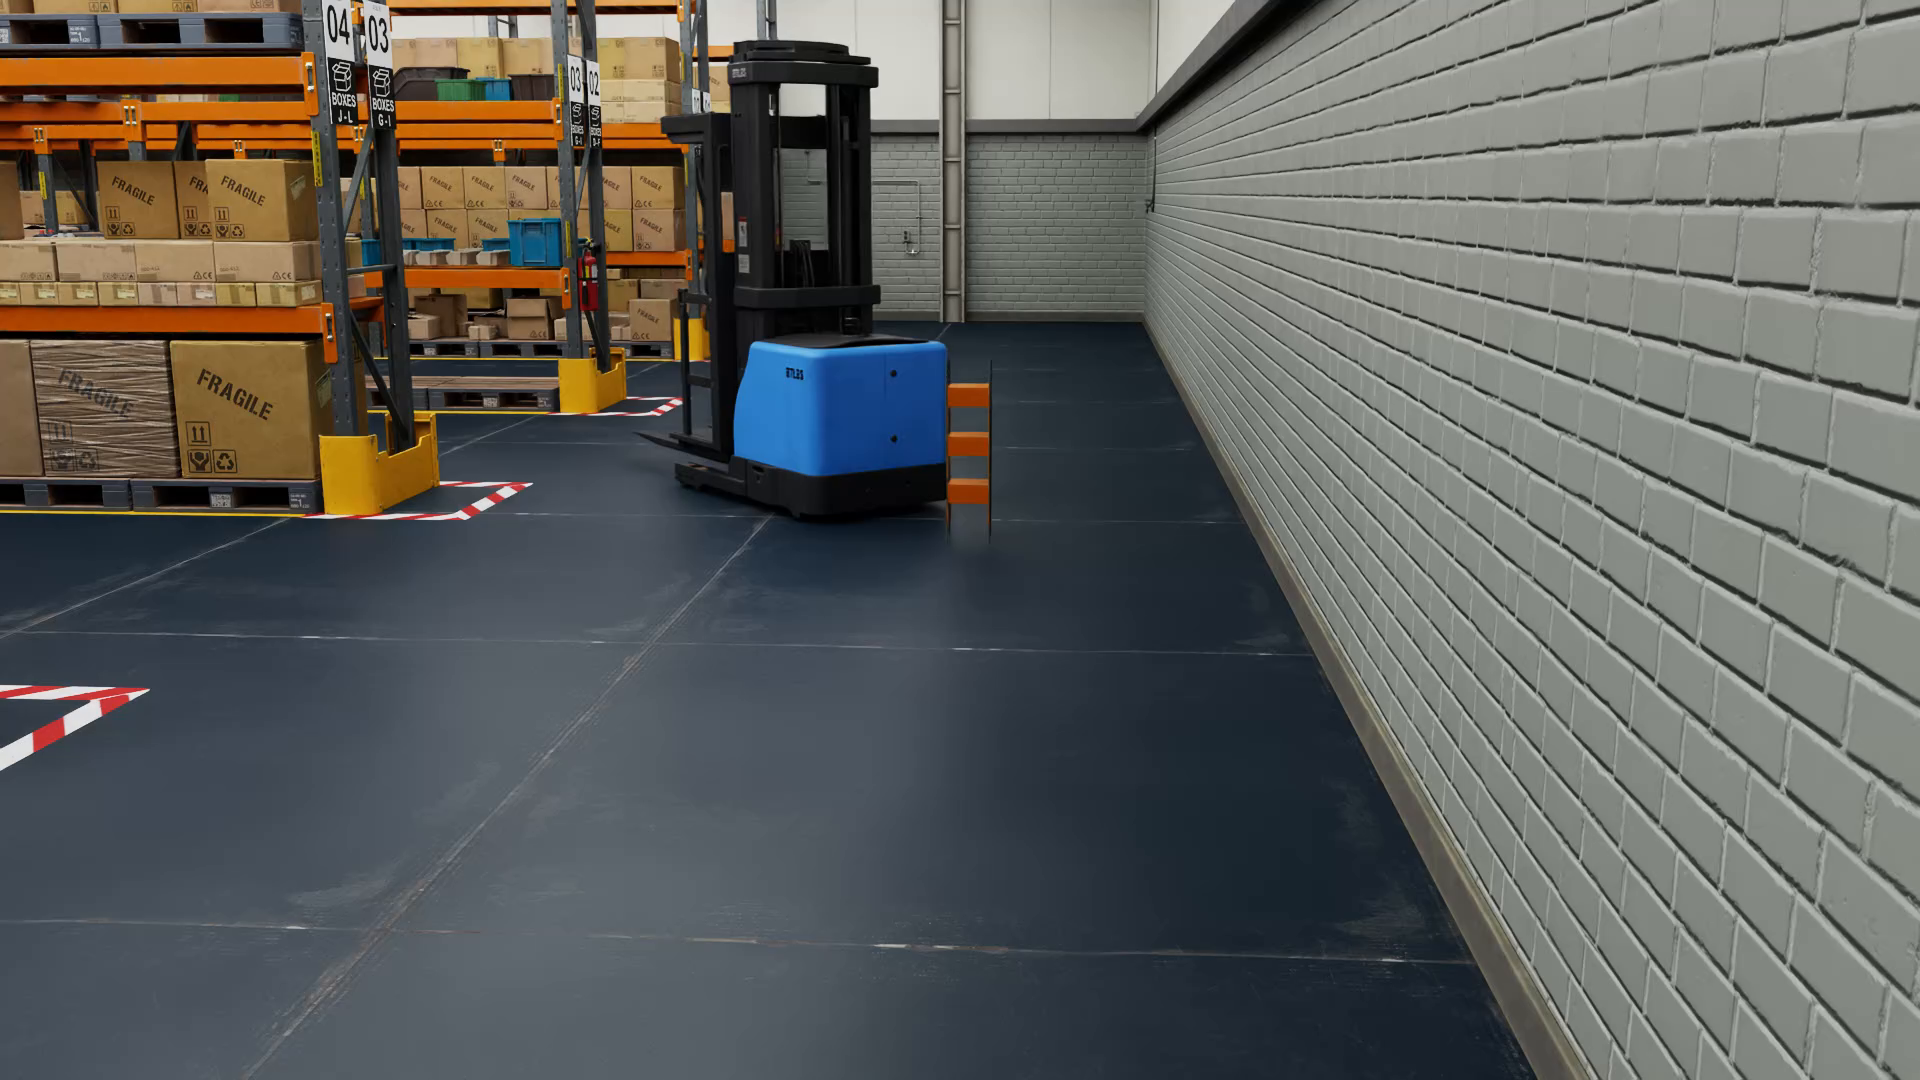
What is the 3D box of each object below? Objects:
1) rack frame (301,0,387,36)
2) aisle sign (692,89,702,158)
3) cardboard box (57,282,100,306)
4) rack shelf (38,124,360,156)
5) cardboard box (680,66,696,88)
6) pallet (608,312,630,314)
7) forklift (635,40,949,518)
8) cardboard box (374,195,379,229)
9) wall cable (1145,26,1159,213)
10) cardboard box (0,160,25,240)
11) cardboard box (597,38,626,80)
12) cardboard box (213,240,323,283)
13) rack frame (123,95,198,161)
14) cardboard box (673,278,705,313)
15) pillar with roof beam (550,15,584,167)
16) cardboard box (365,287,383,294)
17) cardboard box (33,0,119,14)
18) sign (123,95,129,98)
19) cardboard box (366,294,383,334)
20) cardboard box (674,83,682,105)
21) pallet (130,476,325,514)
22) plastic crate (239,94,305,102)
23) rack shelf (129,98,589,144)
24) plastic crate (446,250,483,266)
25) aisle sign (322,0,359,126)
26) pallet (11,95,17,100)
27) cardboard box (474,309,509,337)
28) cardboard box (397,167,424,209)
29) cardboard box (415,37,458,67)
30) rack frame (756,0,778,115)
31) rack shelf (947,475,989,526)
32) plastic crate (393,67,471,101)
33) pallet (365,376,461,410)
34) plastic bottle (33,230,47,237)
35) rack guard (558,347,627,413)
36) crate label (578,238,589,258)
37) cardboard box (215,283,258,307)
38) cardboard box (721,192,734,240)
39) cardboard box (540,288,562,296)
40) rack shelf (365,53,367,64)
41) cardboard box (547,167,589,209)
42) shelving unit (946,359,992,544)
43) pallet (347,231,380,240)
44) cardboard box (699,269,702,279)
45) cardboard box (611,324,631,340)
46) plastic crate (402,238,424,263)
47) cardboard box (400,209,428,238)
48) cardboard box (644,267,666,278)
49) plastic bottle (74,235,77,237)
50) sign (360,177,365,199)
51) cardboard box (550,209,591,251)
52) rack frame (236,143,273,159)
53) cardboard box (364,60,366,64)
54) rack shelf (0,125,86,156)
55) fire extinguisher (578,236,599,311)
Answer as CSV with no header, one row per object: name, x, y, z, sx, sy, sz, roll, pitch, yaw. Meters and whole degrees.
rack frame,-3.857,-4.681,10.167,0.127,3.000,1.000,1,12,4
aisle sign,-3.144,-4.977,19.886,0.004,0.787,0.394,1,12,4
cardboard box,-5.513,-1.576,10.591,0.250,0.149,0.380,1,12,4
rack shelf,-9.178,-4.966,20.615,4.000,0.370,1.077,1,12,4
cardboard box,-4.111,-6.760,24.697,0.500,0.500,0.500,1,12,5
pallet,-4.881,-3.428,25.638,1.213,0.211,1.003,1,12,4
forklift,-1.321,-1.822,11.319,1.130,2.935,3.031,-8,14,-34
cardboard box,-8.842,-5.014,25.390,0.500,0.500,0.500,1,12,5
wall cable,2.755,-6.046,24.279,0.112,2.526,3.097,1,12,4
cardboard box,-6.377,-2.165,10.601,0.500,0.500,0.500,0,12,2
cardboard box,-4.198,-5.803,20.169,0.500,0.500,0.700,1,12,4
cardboard box,-4.359,-1.769,10.539,0.500,0.250,0.500,1,12,3
rack frame,-7.517,-2.811,15.880,0.127,3.000,1.000,1,12,4
cardboard box,-4.069,-3.758,25.488,0.500,0.500,0.700,1,12,4
pillar with roof beam,-6.387,-7.059,21.536,0.400,9.000,9.100,1,12,4
cardboard box,-9.248,-3.993,25.755,0.750,0.750,0.750,1,12,3
cardboard box,-5.452,-3.542,10.534,0.500,0.500,0.700,0,12,0
sign,-7.556,-4.171,15.035,0.005,0.325,0.100,1,12,4
cardboard box,-7.649,-2.871,21.198,0.500,0.500,0.500,0,12,1
cardboard box,-3.687,-5.468,20.401,0.500,0.250,0.500,1,12,4
pallet,-4.660,-0.374,11.043,1.213,0.211,1.003,1,12,4
plastic crate,-6.296,-4.142,15.238,0.590,0.269,0.497,1,12,4
rack shelf,-5.522,-3.900,15.516,4.000,0.370,1.077,1,12,4
plastic crate,-4.640,-2.638,15.549,0.243,0.136,0.396,1,12,4
aisle sign,-3.806,-2.955,10.218,0.004,0.787,0.394,1,12,4
pallet,-9.438,-4.193,15.620,1.213,0.211,1.003,1,12,4
cardboard box,-5.847,-2.762,21.139,0.500,0.311,0.500,1,12,4
cardboard box,-6.731,-4.297,20.300,0.500,0.500,0.500,1,12,5
cardboard box,-6.206,-5.795,20.132,0.500,0.500,0.700,1,12,4
rack frame,-2.864,-7.717,24.680,0.127,3.000,1.000,1,12,4
rack shelf,0.053,-0.231,9.716,0.240,0.259,0.215,1,12,4
plastic crate,-5.032,-4.271,15.686,0.767,0.338,0.504,1,12,4
pallet,-5.561,-1.428,16.079,1.213,0.211,1.003,1,12,4
plastic bottle,-8.641,-2.735,15.638,0.185,0.351,0.144,1,12,4
rack guard,-3.501,-1.535,15.886,0.348,0.500,1.175,1,12,4
crate label,-3.751,-2.774,15.968,0.303,0.233,0.416,1,12,4
cardboard box,-4.494,-1.562,10.524,0.250,0.149,0.380,1,12,4
cardboard box,-3.374,-4.932,25.287,0.700,0.700,0.980,1,12,6
cardboard box,-6.116,-3.786,25.620,0.500,0.500,0.700,1,12,4
rack shelf,-8.851,-7.251,25.187,4.000,0.370,1.077,1,12,4
cardboard box,-4.676,-4.269,20.166,0.500,0.500,0.500,1,12,5
shelving unit,0.053,-0.513,9.657,0.252,1.050,0.215,1,12,4
pallet,-7.973,-3.762,20.896,1.213,0.211,1.003,1,12,4
cardboard box,-3.965,-4.037,25.235,0.250,0.149,0.380,1,12,5
cardboard box,-4.149,-2.578,20.611,0.250,0.166,0.380,1,12,4
plastic crate,-5.364,-2.797,16.073,0.300,0.233,0.416,1,12,4
cardboard box,-6.692,-3.809,20.408,0.500,0.500,0.500,1,12,5
cardboard box,-4.696,-4.125,25.657,0.250,0.149,0.380,1,12,4
plastic bottle,-8.741,-2.858,16.391,0.133,0.283,0.061,1,12,4
sign,-7.216,-4.276,20.057,0.005,0.325,0.100,1,12,4
cardboard box,-4.672,-3.782,20.278,0.500,0.500,0.500,1,12,4
rack frame,-10.846,-4.890,25.818,0.127,3.000,1.000,1,12,4
cardboard box,-7.680,-5.617,20.452,0.600,0.600,0.600,0,12,-2
rack shelf,-13.169,-5.021,20.877,4.000,0.370,1.077,1,12,4
fire extinguisher,-3.406,-2.441,15.211,0.183,0.674,0.296,1,12,4
